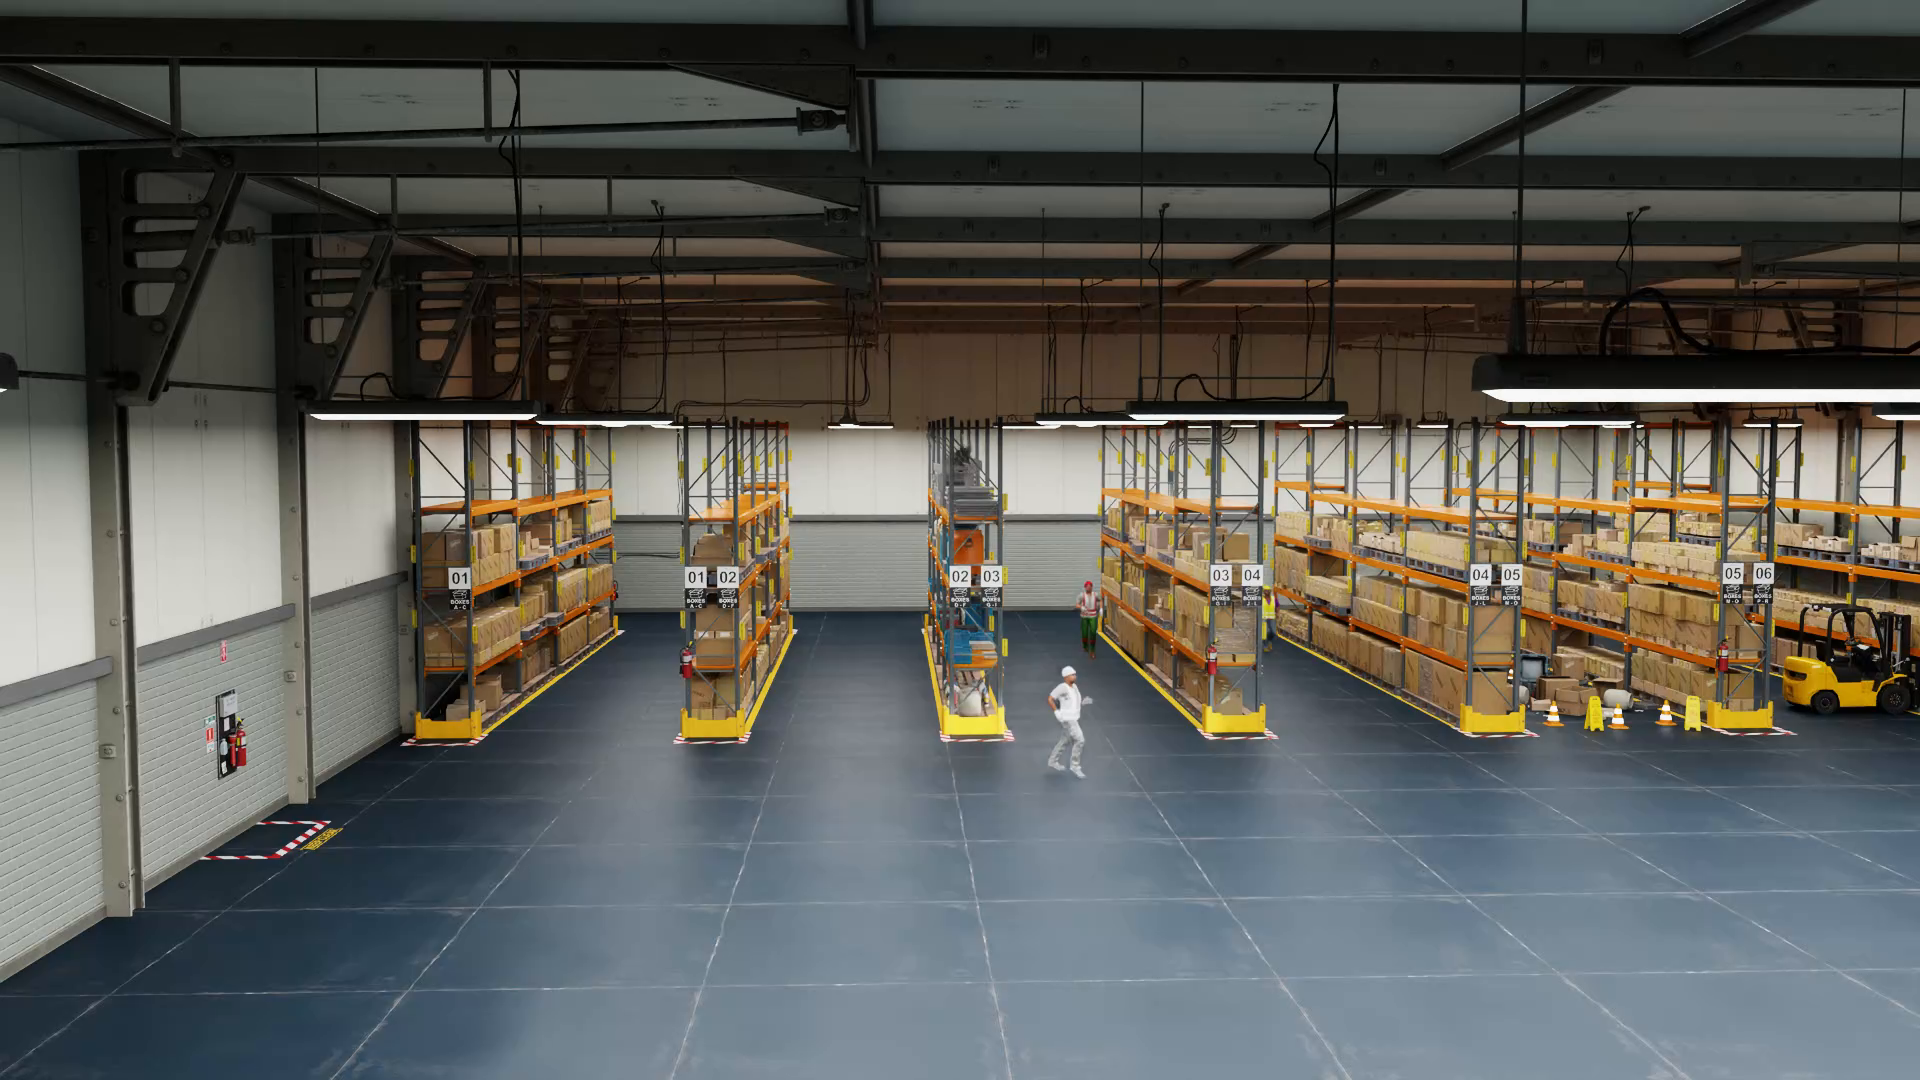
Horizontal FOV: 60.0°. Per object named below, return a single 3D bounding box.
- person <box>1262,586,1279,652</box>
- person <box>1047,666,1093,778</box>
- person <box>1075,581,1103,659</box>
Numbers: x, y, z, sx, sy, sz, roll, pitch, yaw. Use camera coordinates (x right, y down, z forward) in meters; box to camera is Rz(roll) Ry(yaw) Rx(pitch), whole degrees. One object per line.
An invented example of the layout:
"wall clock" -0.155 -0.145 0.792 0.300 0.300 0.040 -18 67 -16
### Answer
"person" 7.980 2.046 43.052 0.690 1.721 0.582 0 4 -3
"person" 1.815 3.026 27.668 0.785 1.847 0.663 1 4 18
"person" 3.143 1.939 40.376 0.687 1.900 0.724 0 4 -1
